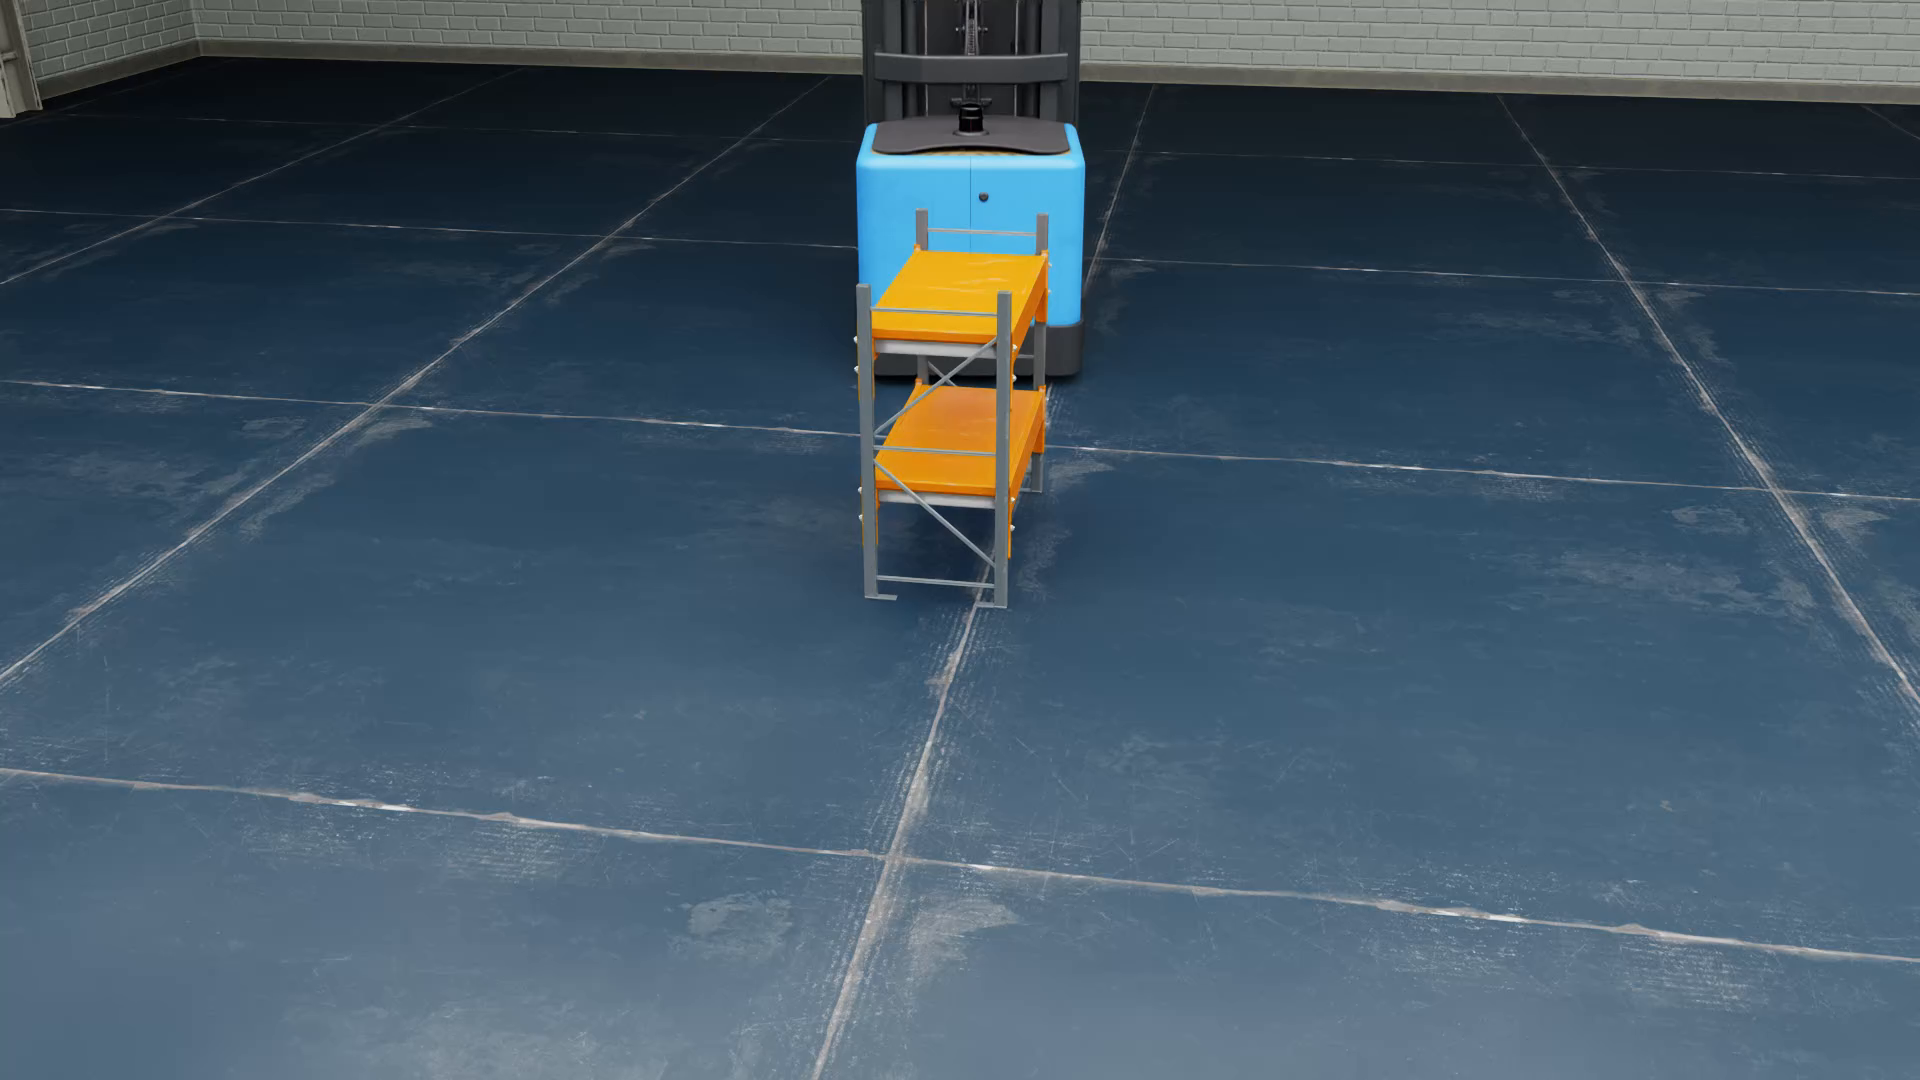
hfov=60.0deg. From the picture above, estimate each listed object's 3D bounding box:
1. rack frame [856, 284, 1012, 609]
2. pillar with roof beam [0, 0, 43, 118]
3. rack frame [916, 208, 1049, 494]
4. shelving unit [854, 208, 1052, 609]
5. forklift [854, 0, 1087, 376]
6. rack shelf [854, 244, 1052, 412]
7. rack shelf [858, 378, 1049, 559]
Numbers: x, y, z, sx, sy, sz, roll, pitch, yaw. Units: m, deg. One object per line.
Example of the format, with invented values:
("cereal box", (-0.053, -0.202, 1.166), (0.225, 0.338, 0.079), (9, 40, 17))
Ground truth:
("rack frame", (-0.084, -0.294, 5.551), (0.500, 1.125, 0.032), (4, 25, 9))
("pillar with roof beam", (-3.660, -7.339, 11.313), (9.100, 9.000, 0.400), (4, 25, 9))
("rack frame", (0.082, -0.719, 6.460), (0.500, 1.125, 0.032), (4, 25, 9))
("shelving unit", (-0.001, -0.507, 6.005), (0.538, 1.125, 1.048), (4, 25, 9))
("forklift", (0.058, -2.665, 8.486), (1.130, 2.935, 3.031), (0, 25, 0))
("rack shelf", (-0.001, -0.772, 5.881), (0.538, 0.278, 1.000), (4, 25, 9))
("rack shelf", (-0.001, -0.285, 6.109), (0.538, 0.278, 1.000), (4, 25, 9))
